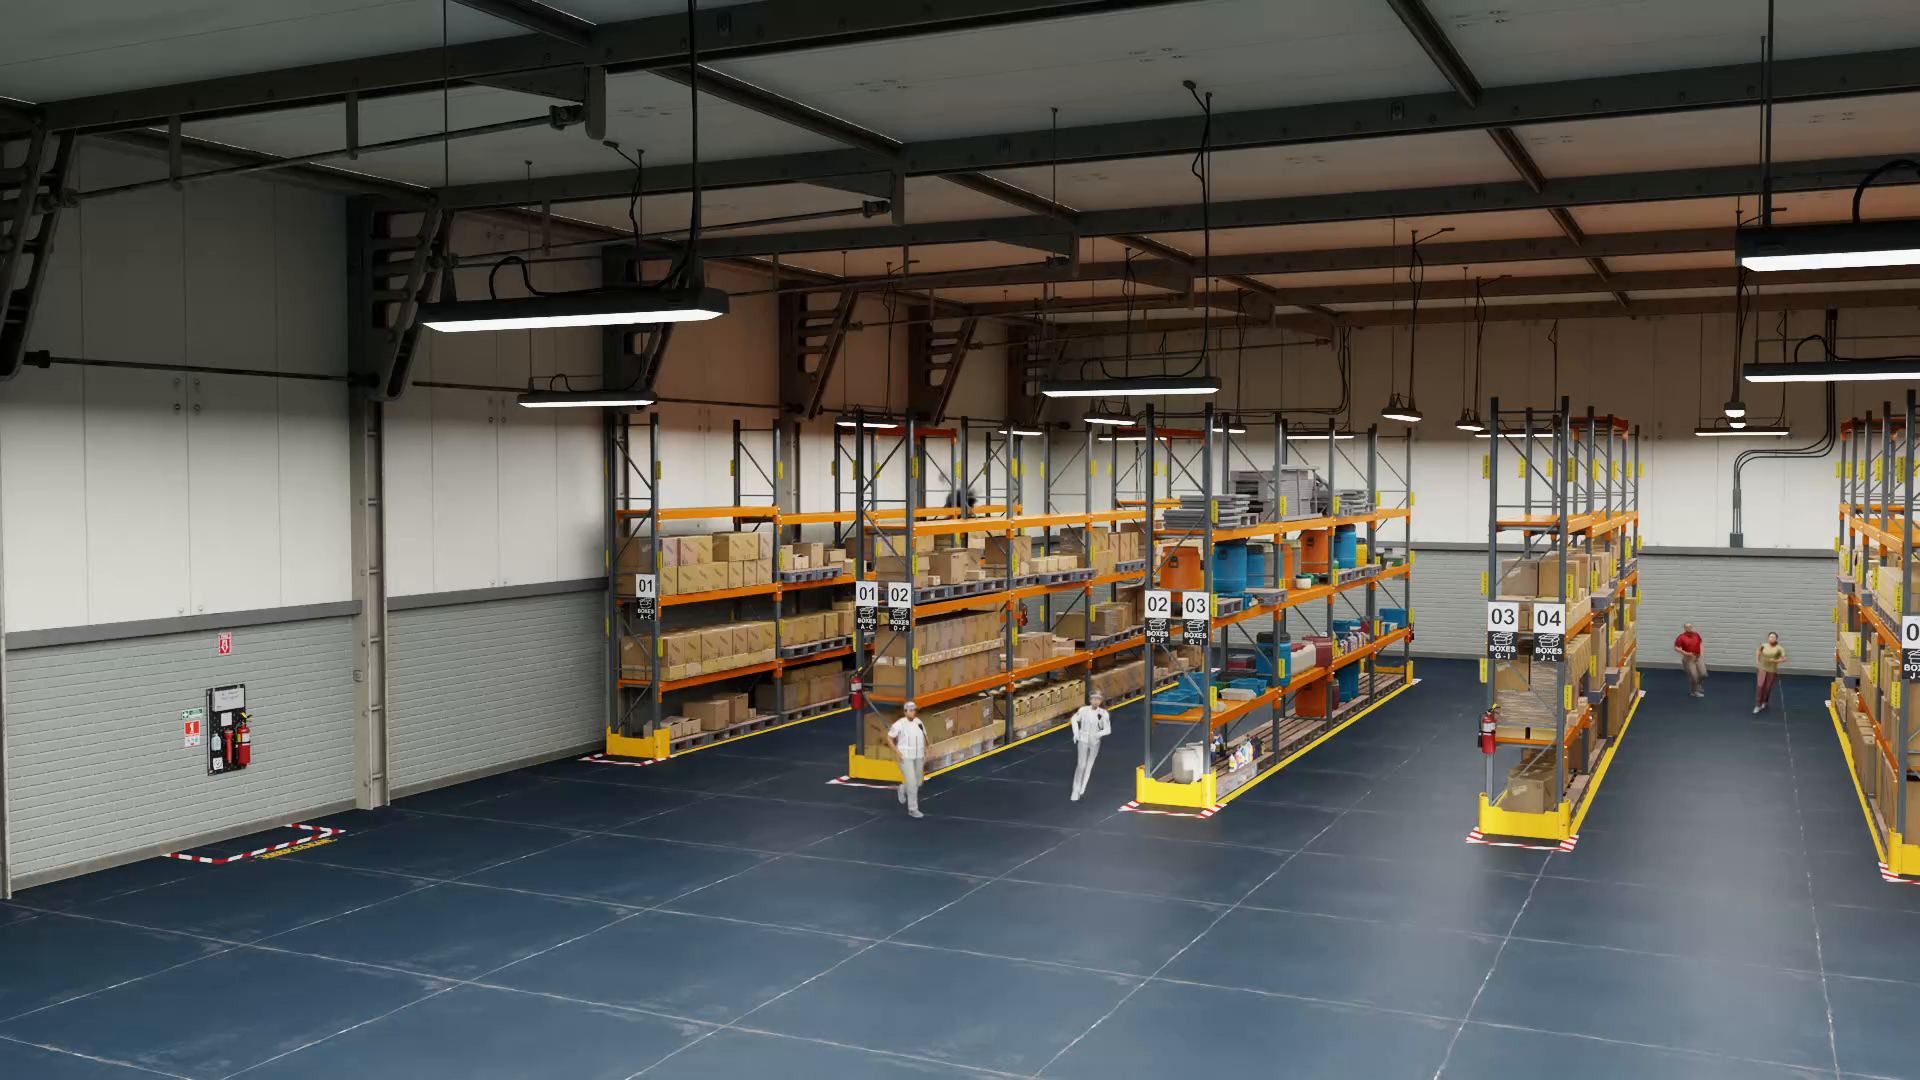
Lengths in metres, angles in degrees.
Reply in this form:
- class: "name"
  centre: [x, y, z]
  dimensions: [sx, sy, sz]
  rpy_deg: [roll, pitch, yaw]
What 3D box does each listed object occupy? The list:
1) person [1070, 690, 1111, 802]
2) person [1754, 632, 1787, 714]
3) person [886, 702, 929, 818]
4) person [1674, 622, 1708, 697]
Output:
- class: "person"
  centre: [1.980, 3.121, 25.263]
  dimensions: [0.617, 1.709, 0.641]
  rpy_deg: [0, 2, 0]
- class: "person"
  centre: [16.792, 2.736, 34.431]
  dimensions: [0.590, 1.687, 0.879]
  rpy_deg: [2, 3, 33]
- class: "person"
  centre: [-0.756, 3.165, 24.188]
  dimensions: [0.638, 1.641, 0.796]
  rpy_deg: [-2, 3, -36]
- class: "person"
  centre: [16.124, 2.638, 36.663]
  dimensions: [0.716, 1.653, 0.516]
  rpy_deg: [0, 2, -3]
